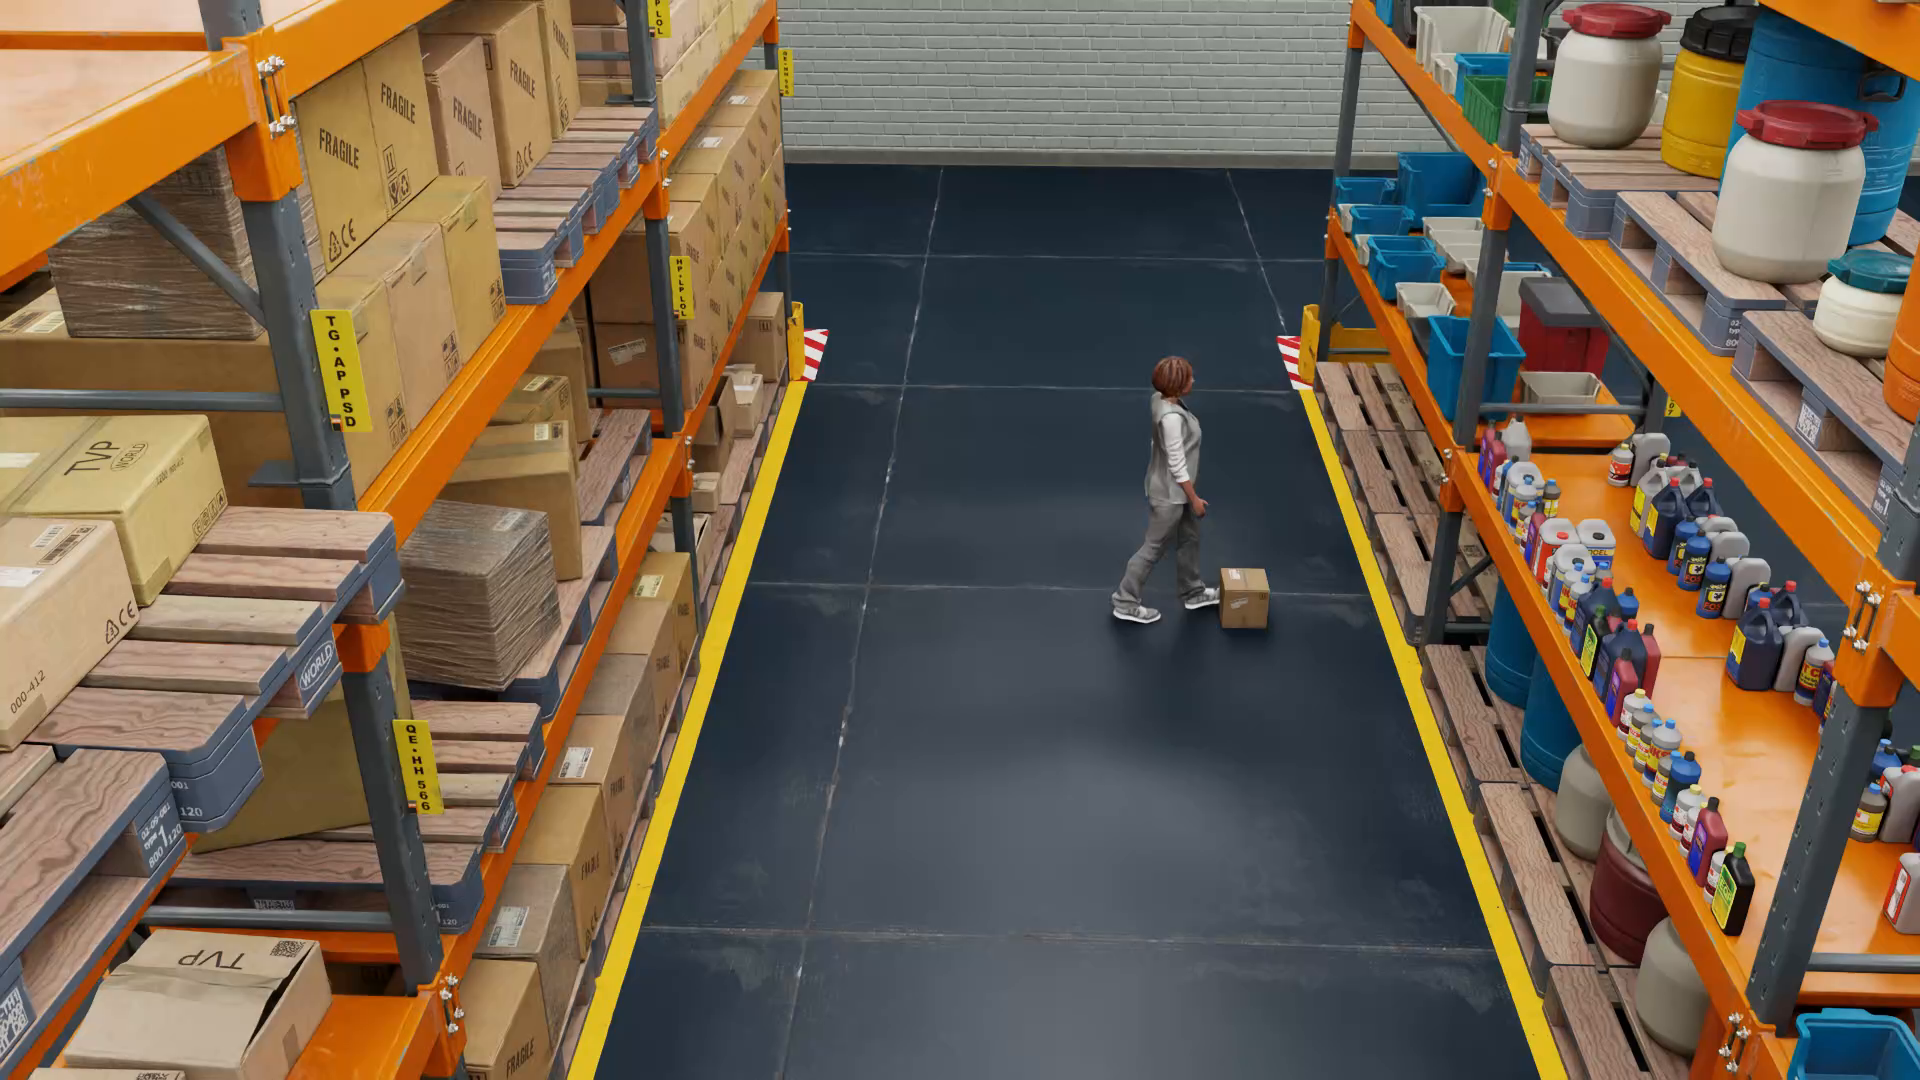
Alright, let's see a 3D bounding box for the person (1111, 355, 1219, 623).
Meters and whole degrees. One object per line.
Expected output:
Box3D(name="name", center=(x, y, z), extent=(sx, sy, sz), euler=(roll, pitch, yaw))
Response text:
Box3D(name="person", center=(1.206, -0.269, 9.144), extent=(0.690, 1.582, 0.419), euler=(1, 28, 3))
